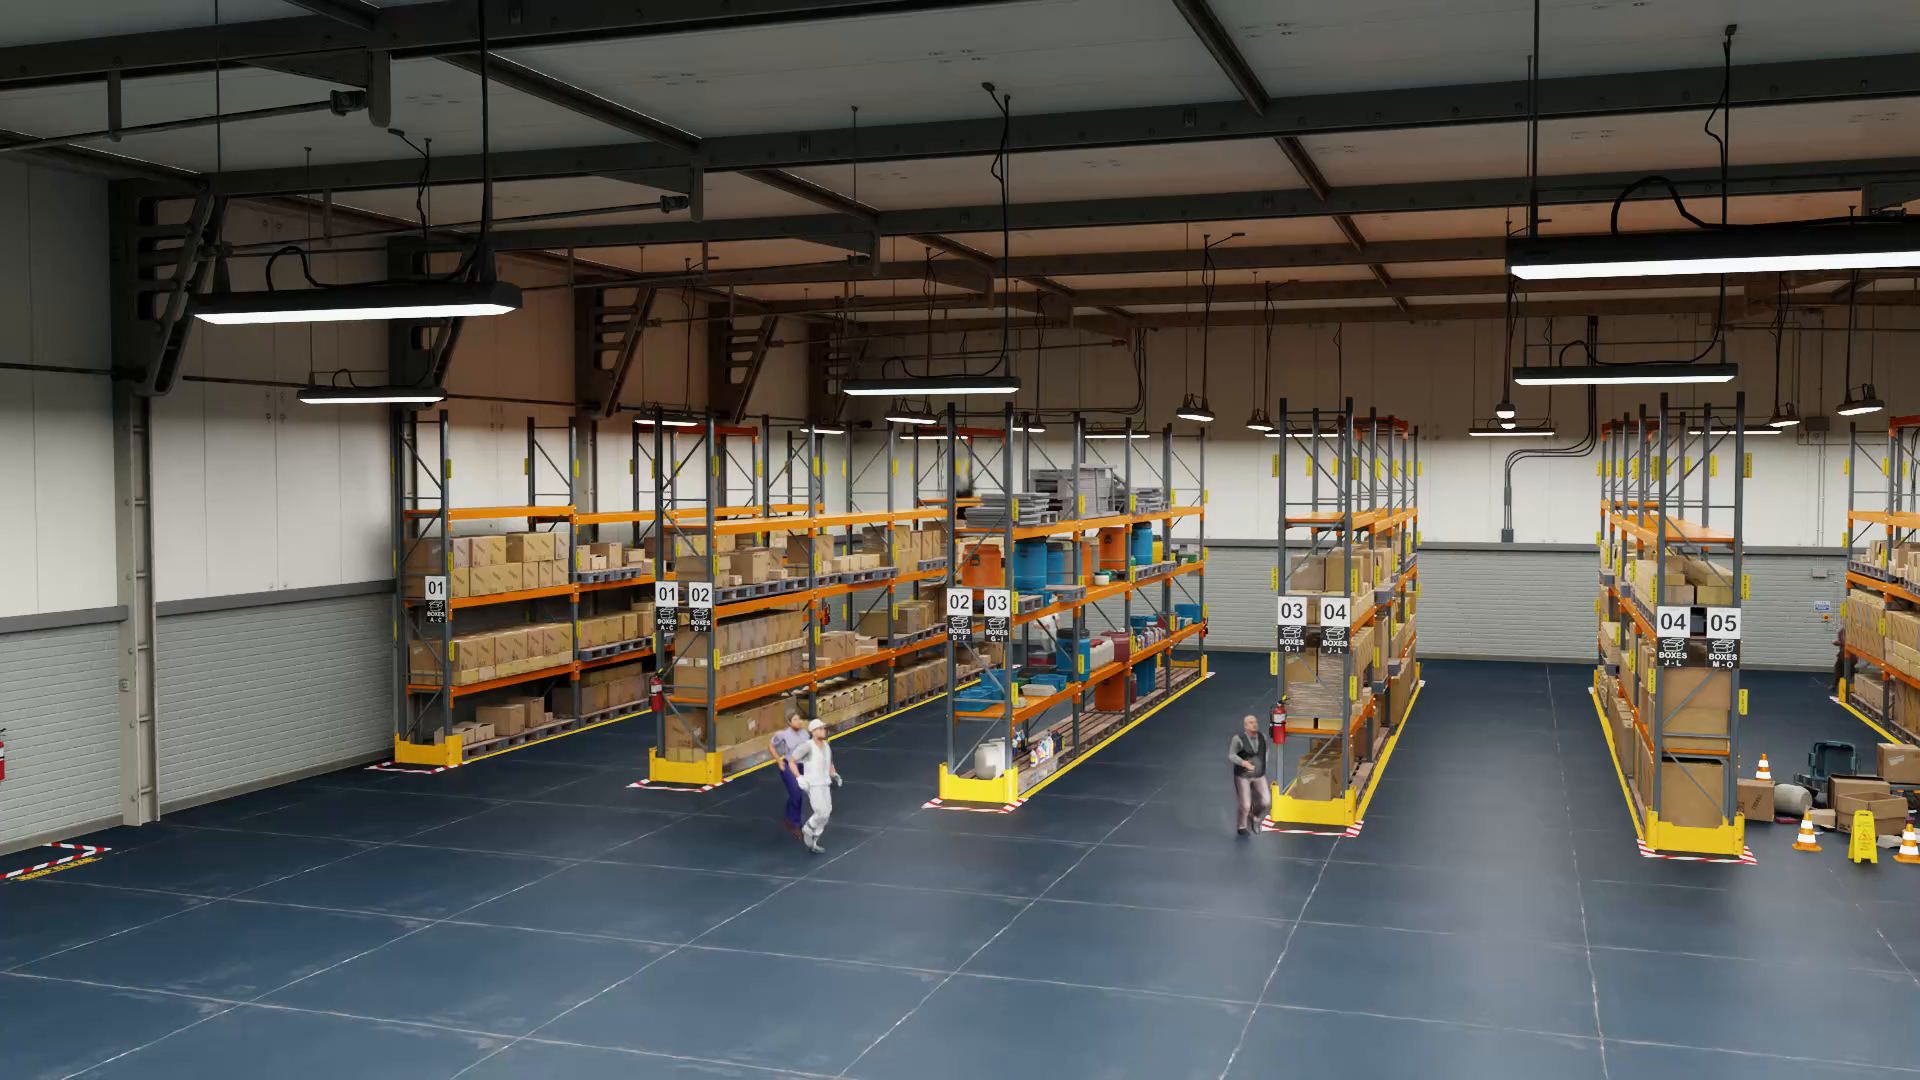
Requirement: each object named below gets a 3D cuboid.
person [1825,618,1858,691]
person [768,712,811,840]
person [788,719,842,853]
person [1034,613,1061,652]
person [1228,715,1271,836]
[{"bbox_3d":[19.662,2.539,36.845,1.001,1.766,0.726,2,3,42],"label":"person"},{"bbox_3d":[-2.260,3.192,22.742,0.584,1.693,0.713,-2,3,-43],"label":"person"},{"bbox_3d":[-1.832,3.202,21.588,0.521,1.743,0.669,2,3,39],"label":"person"},{"bbox_3d":[2.137,2.401,40.664,0.673,1.843,0.809,0,2,2],"label":"person"},{"bbox_3d":[3.936,3.190,22.410,0.661,1.666,0.699,-1,2,-12],"label":"person"}]
